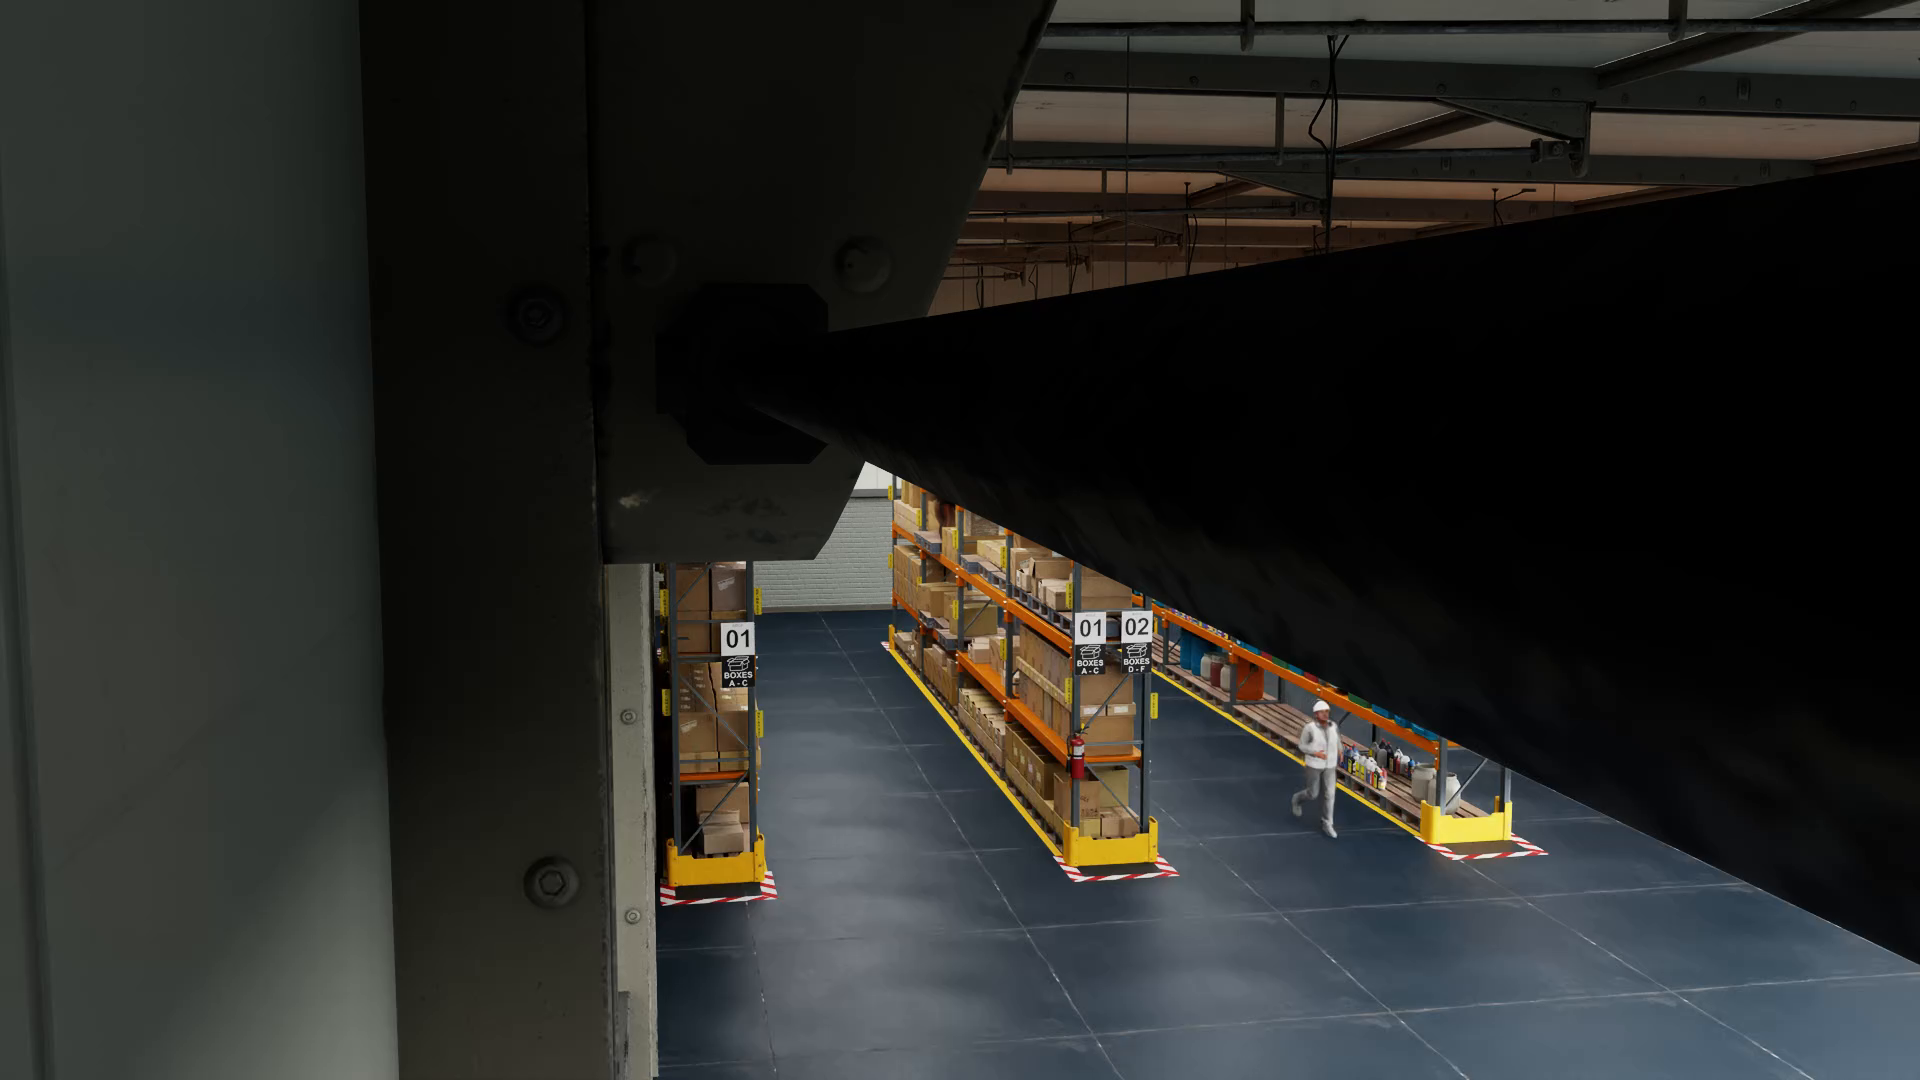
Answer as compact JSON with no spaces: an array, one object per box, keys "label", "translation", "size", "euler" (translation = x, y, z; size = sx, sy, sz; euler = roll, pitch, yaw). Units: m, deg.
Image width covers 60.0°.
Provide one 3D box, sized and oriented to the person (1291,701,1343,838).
[{"label":"person","translation":[4.851,3.035,22.441],"size":[0.673,1.774,0.935],"euler":[-2,6,-14]}]
